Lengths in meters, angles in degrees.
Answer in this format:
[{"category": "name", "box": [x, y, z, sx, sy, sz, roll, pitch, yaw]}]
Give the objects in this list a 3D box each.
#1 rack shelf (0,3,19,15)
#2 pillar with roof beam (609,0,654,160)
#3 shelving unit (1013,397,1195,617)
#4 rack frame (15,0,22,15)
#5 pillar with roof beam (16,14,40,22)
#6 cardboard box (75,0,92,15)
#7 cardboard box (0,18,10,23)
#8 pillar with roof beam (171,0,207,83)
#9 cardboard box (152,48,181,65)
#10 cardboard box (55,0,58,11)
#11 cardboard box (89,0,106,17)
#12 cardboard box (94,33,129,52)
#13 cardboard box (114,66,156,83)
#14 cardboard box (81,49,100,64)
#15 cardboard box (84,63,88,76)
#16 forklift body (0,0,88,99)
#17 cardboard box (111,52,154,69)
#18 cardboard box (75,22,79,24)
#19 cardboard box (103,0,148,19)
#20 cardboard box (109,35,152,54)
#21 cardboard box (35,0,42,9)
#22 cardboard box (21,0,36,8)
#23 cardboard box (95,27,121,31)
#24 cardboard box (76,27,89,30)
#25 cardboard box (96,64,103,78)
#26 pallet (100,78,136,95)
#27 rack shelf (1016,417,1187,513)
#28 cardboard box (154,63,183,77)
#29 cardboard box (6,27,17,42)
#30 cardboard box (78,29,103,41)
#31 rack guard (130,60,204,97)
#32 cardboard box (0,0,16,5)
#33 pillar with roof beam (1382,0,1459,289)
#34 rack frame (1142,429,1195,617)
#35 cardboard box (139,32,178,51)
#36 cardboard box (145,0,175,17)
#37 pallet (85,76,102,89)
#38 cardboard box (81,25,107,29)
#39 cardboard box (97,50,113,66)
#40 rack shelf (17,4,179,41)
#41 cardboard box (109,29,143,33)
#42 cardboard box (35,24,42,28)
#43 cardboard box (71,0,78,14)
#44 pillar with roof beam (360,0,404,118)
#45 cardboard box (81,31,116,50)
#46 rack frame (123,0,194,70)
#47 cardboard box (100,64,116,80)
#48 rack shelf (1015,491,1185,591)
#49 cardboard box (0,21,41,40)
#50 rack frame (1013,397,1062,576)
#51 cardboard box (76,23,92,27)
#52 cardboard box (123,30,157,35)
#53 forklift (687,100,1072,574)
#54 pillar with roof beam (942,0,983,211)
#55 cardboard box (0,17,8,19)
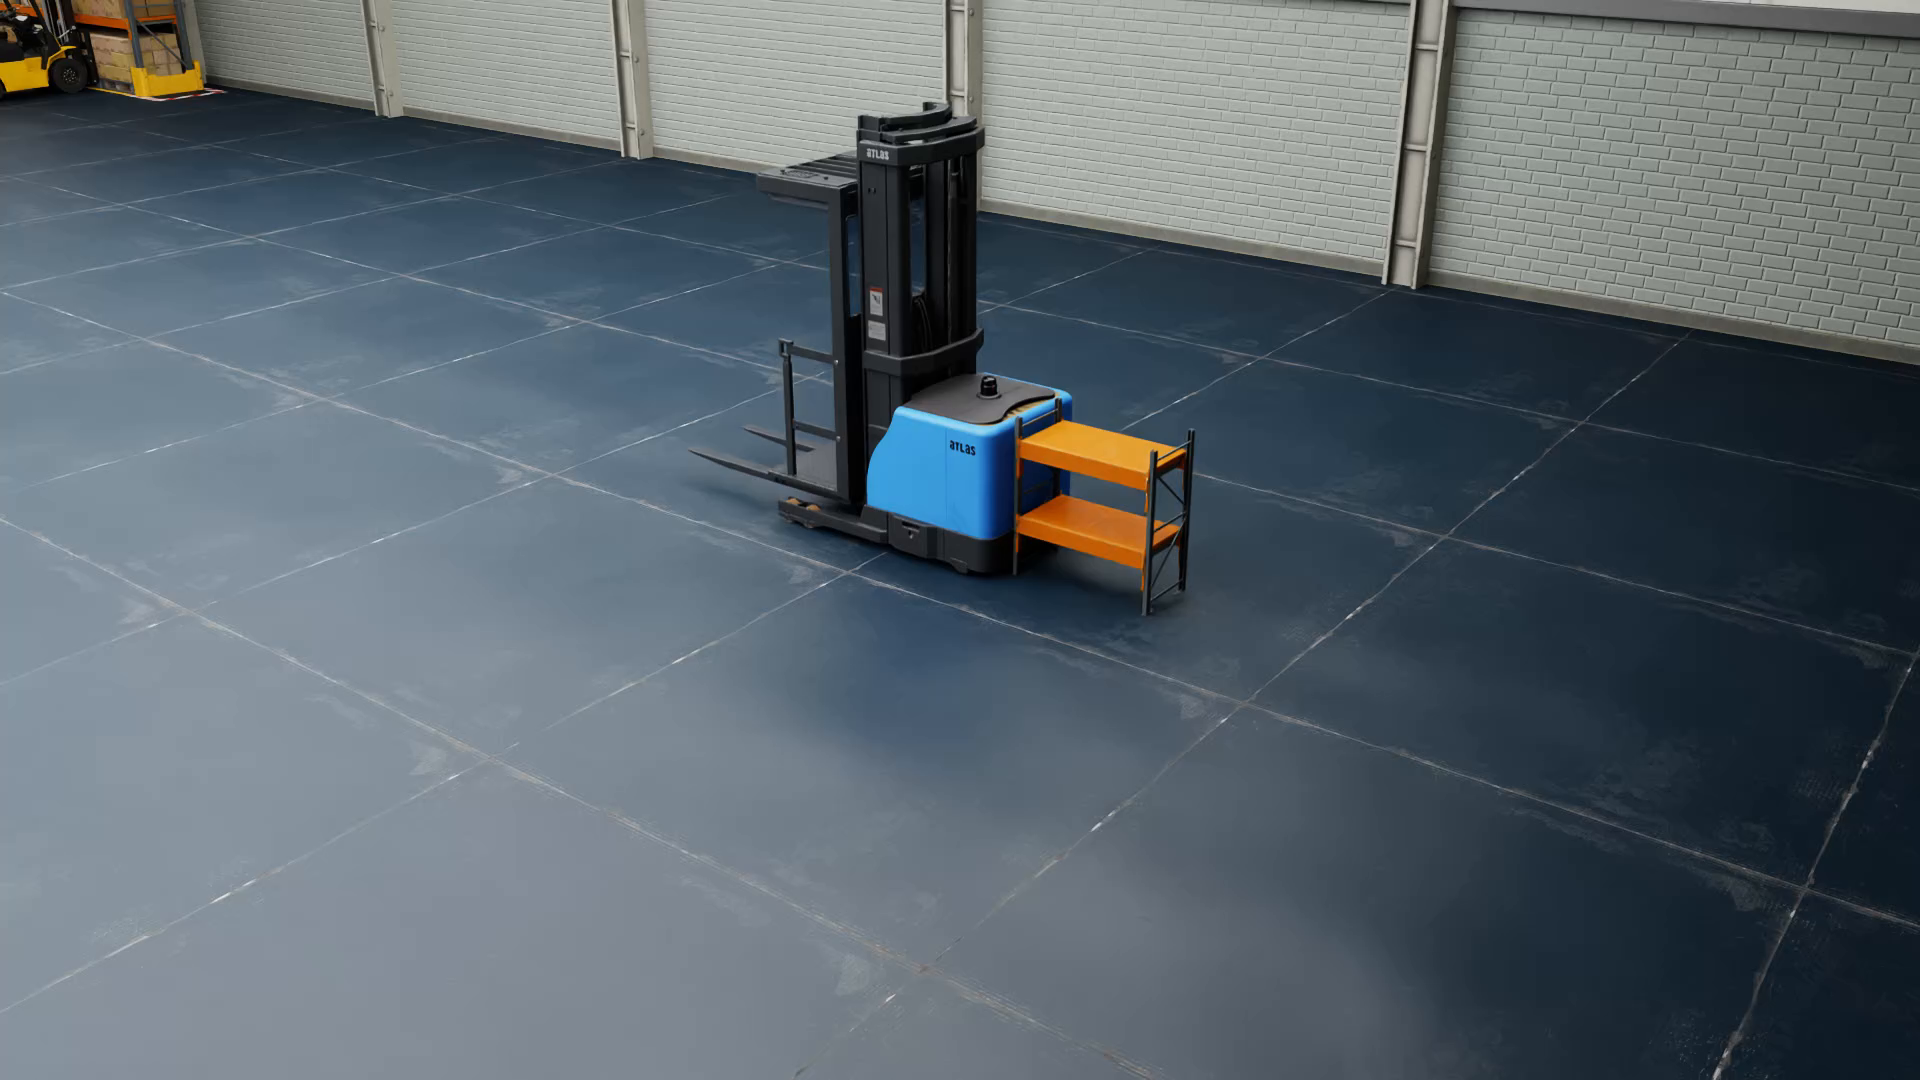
[{"category": "rack shelf", "box": [-19.159, -10.627, 33.041, 4.000, 0.370, 1.077, 17, 29, 33]}, {"category": "pillar with roof beam", "box": [-7.354, -8.419, 19.697, 0.400, 9.000, 9.100, 17, 29, 33]}, {"category": "shelving unit", "box": [0.924, -0.231, 10.880, 1.048, 1.125, 0.538, 17, 29, 34]}, {"category": "rack frame", "box": [-17.559, -10.473, 31.799, 0.127, 3.000, 1.000, 17, 29, 33]}, {"category": "pillar with roof beam", "box": [-21.757, -12.772, 29.576, 0.400, 9.000, 9.100, 17, 29, 33]}, {"category": "cardboard box", "box": [-15.729, -9.838, 30.233, 0.500, 0.500, 0.500, 16, 29, 32]}, {"category": "cardboard box", "box": [-19.202, -10.072, 33.313, 0.625, 0.625, 0.875, 15, 28, 31]}, {"category": "pillar with roof beam", "box": [-16.956, -11.321, 26.283, 0.400, 9.000, 9.100, 17, 29, 33]}, {"category": "cardboard box", "box": [-14.609, -8.849, 30.382, 0.500, 0.250, 0.500, 17, 29, 34]}, {"category": "cardboard box", "box": [-16.527, -10.084, 30.793, 0.500, 0.500, 0.500, 16, 29, 33]}, {"category": "cardboard box", "box": [-15.319, -9.714, 29.952, 0.500, 0.500, 0.500, 18, 29, 35]}, {"category": "cardboard box", "box": [-15.325, -9.029, 30.172, 0.500, 0.250, 0.500, 17, 29, 34]}, {"category": "cardboard box", "box": [-14.923, -8.451, 30.099, 0.500, 0.250, 0.500, 17, 29, 34]}, {"category": "cardboard box", "box": [-15.755, -8.928, 30.561, 0.500, 0.250, 0.500, 16, 28, 32]}, {"category": "cardboard box", "box": [-16.139, -8.816, 30.929, 0.500, 0.250, 0.500, 18, 29, 35]}, {"category": "forklift body", "box": [-16.969, -8.987, 29.479, 1.214, 2.155, 2.313, 17, 29, 33]}, {"category": "cardboard box", "box": [-14.935, -8.685, 30.010, 0.500, 0.250, 0.500, 16, 29, 33]}, {"category": "cardboard box", "box": [-17.049, -9.807, 31.938, 0.500, 0.250, 0.500, 17, 29, 34]}, {"category": "cardboard box", "box": [-14.909, -9.585, 29.661, 0.500, 0.500, 0.500, 16, 28, 32]}, {"category": "cardboard box", "box": [-14.913, -8.908, 29.896, 0.500, 0.250, 0.500, 18, 29, 35]}, {"category": "cardboard box", "box": [-16.933, -10.206, 31.070, 0.500, 0.500, 0.500, 17, 29, 34]}, {"category": "cardboard box", "box": [-17.360, -10.327, 31.344, 0.500, 0.500, 0.500, 16, 28, 32]}, {"category": "cardboard box", "box": [-15.830, -9.444, 31.114, 0.500, 0.250, 0.500, 16, 28, 32]}, {"category": "cardboard box", "box": [-16.552, -9.402, 31.019, 0.500, 0.250, 0.500, 18, 29, 35]}, {"category": "cardboard box", "box": [-15.710, -8.698, 30.660, 0.500, 0.250, 0.500, 17, 29, 34]}, {"category": "pallet", "box": [-14.995, -8.401, 30.554, 1.213, 0.211, 1.003, 17, 29, 33]}, {"category": "rack shelf", "box": [0.924, -0.499, 10.762, 1.000, 0.278, 0.538, 17, 29, 34]}, {"category": "cardboard box", "box": [-14.634, -8.621, 30.486, 0.500, 0.250, 0.500, 17, 29, 34]}, {"category": "cardboard box", "box": [-17.983, -9.701, 32.471, 0.625, 0.625, 0.875, 18, 30, 36]}, {"category": "cardboard box", "box": [-16.136, -9.273, 30.725, 0.500, 0.250, 0.500, 16, 28, 32]}, {"category": "rack guard", "box": [-14.339, -8.356, 30.094, 0.348, 0.500, 1.175, 17, 29, 33]}, {"category": "cardboard box", "box": [-18.119, -10.441, 31.914, 0.500, 0.250, 0.500, 18, 29, 34]}, {"category": "pillar with roof beam", "box": [2.248, -5.517, 13.111, 0.400, 9.000, 9.100, 17, 29, 33]}, {"category": "rack frame", "box": [1.329, -0.107, 10.599, 0.032, 1.125, 0.500, 17, 29, 34]}, {"category": "cardboard box", "box": [-14.629, -9.074, 30.274, 0.500, 0.250, 0.500, 16, 29, 33]}, {"category": "cardboard box", "box": [-14.588, -9.760, 30.058, 0.500, 0.500, 0.500, 18, 29, 35]}, {"category": "pallet", "box": [-15.967, -8.696, 31.224, 1.213, 0.211, 1.003, 17, 29, 33]}, {"category": "cardboard box", "box": [-16.238, -9.563, 31.384, 0.500, 0.250, 0.500, 17, 29, 34]}, {"category": "cardboard box", "box": [-15.330, -8.810, 30.293, 0.500, 0.250, 0.500, 16, 29, 33]}, {"category": "rack shelf", "box": [-15.958, -9.660, 30.846, 4.000, 0.370, 1.077, 17, 29, 33]}, {"category": "cardboard box", "box": [-15.425, -9.318, 30.828, 0.500, 0.250, 0.500, 17, 29, 33]}, {"category": "cardboard box", "box": [-17.360, -9.646, 31.571, 0.500, 0.250, 0.500, 16, 29, 33]}, {"category": "cardboard box", "box": [-16.138, -9.956, 30.501, 0.500, 0.500, 0.500, 17, 29, 34]}, {"category": "pillar with roof beam", "box": [-12.155, -9.870, 22.990, 0.400, 9.000, 9.100, 17, 29, 33]}, {"category": "cardboard box", "box": [-15.735, -9.148, 30.441, 0.500, 0.250, 0.500, 17, 29, 34]}, {"category": "rack frame", "box": [-14.358, -9.505, 29.603, 0.127, 3.000, 1.000, 17, 29, 33]}, {"category": "cardboard box", "box": [-15.315, -8.574, 30.379, 0.500, 0.250, 0.500, 17, 29, 33]}, {"category": "rack shelf", "box": [0.924, -0.008, 10.979, 1.000, 0.278, 0.538, 17, 29, 34]}, {"category": "cardboard box", "box": [-18.599, -9.891, 32.902, 0.625, 0.625, 0.875, 16, 29, 33]}, {"category": "rack frame", "box": [0.519, -0.355, 11.161, 0.032, 1.125, 0.500, 17, 29, 34]}, {"category": "cardboard box", "box": [-16.634, -9.690, 31.671, 0.500, 0.250, 0.500, 16, 29, 33]}, {"category": "cardboard box", "box": [-15.031, -9.194, 30.545, 0.500, 0.250, 0.500, 17, 29, 33]}, {"category": "forklift", "box": [-0.694, -1.576, 11.692, 3.031, 2.935, 1.130, 17, 29, 34]}, {"category": "pillar with roof beam", "box": [-2.553, -6.968, 16.404, 0.400, 9.000, 9.100, 17, 29, 33]}, {"category": "cardboard box", "box": [-19.741, -10.235, 33.683, 0.625, 0.625, 0.875, 18, 29, 35]}]
